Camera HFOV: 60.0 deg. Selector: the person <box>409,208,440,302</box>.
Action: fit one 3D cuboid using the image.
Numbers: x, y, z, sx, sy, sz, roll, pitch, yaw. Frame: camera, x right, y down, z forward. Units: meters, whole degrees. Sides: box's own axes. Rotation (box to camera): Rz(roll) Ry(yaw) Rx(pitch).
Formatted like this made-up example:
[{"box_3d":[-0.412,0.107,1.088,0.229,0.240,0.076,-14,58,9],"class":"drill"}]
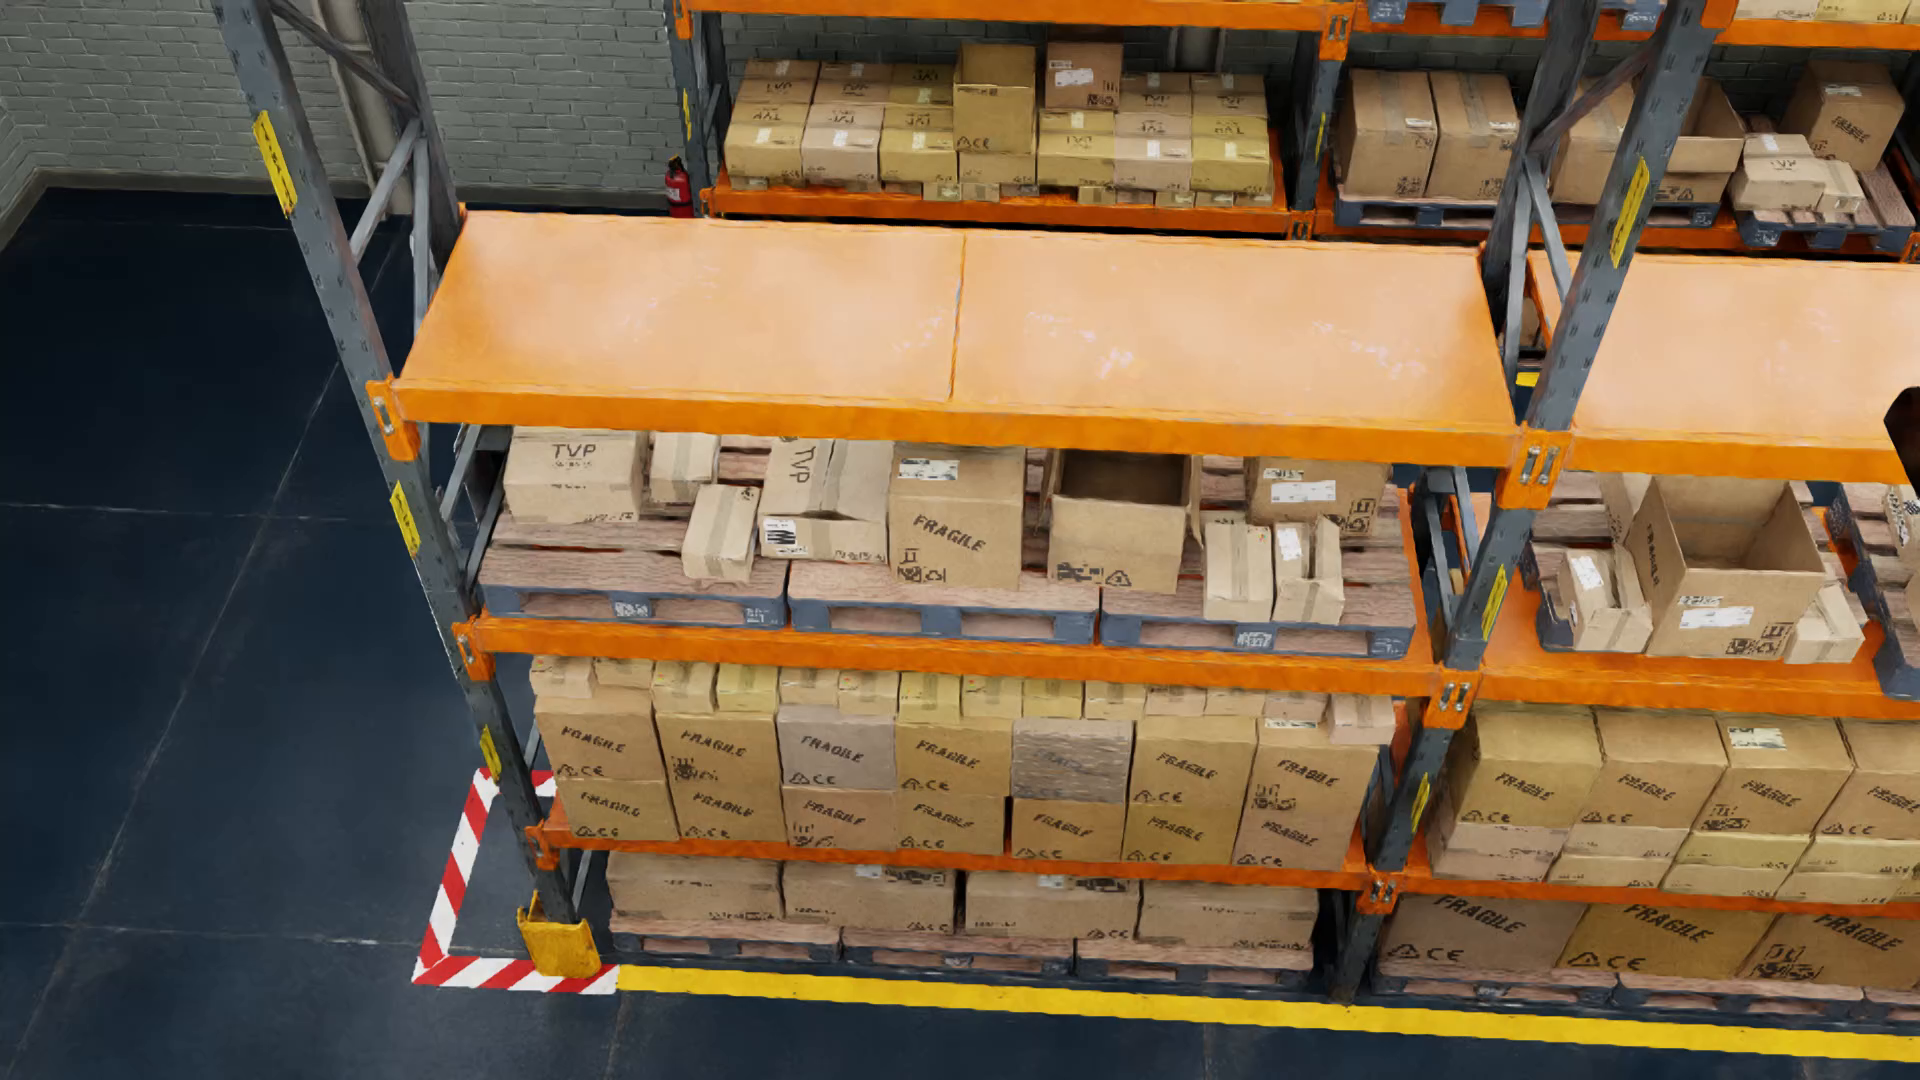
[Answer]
[{"box_3d":[-3.410,-1.697,11.212,0.443,1.587,0.639,-17,50,-15],"class":"person"}]
